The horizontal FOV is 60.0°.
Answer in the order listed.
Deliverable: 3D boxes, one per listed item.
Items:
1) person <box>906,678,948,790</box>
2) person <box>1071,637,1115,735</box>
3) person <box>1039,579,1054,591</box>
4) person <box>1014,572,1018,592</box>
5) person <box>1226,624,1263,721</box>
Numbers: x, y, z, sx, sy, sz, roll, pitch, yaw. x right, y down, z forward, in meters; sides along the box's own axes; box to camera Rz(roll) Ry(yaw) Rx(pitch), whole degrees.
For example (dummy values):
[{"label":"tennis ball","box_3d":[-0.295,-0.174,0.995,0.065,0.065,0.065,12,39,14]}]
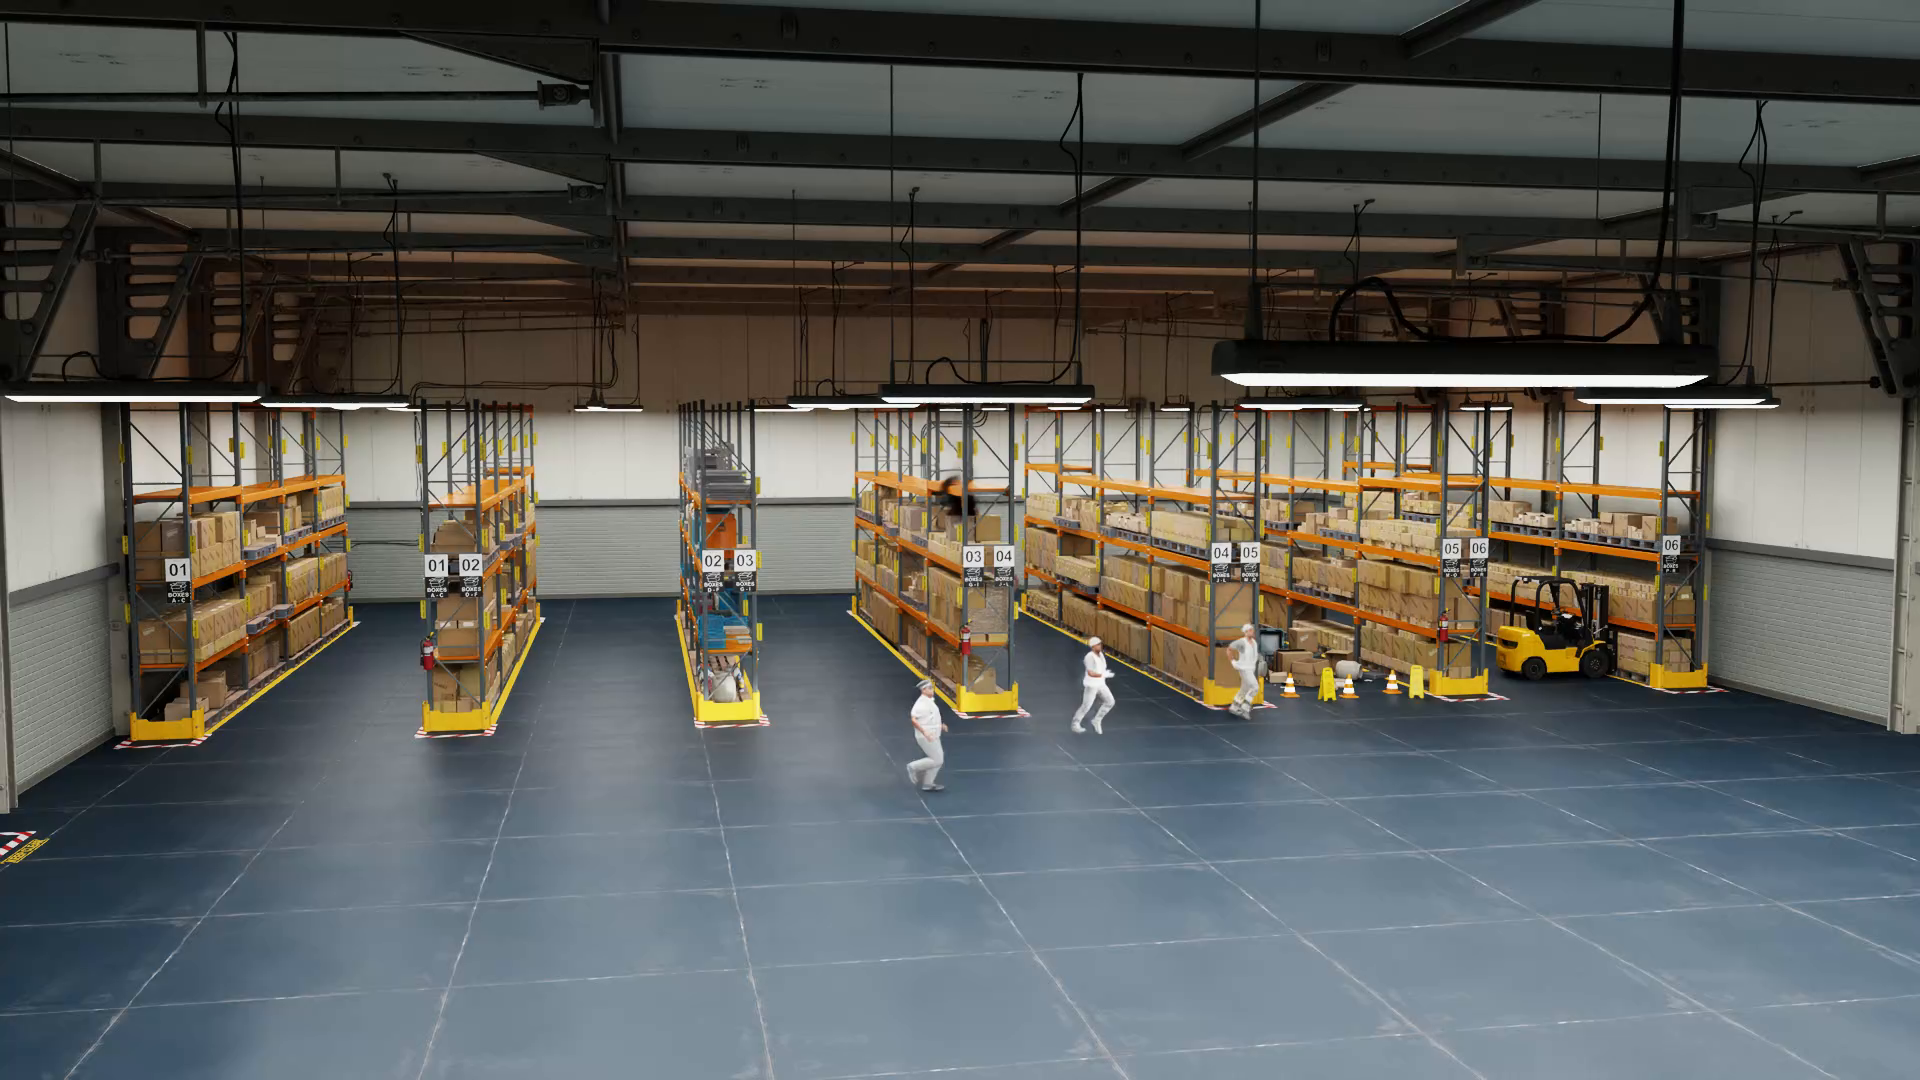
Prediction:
[{"label":"person","box_3d":[-0.496,2.959,25.307,0.591,1.720,0.678,1,4,13]},{"label":"person","box_3d":[2.422,2.595,29.620,0.855,1.767,0.704,3,5,34]},{"label":"person","box_3d":[2.711,1.112,50.112,0.732,1.748,0.654,-1,4,-11]},{"label":"person","box_3d":[1.249,1.434,45.331,0.726,1.714,0.743,0,4,-3]},{"label":"person","box_3d":[5.398,2.474,31.335,0.673,1.796,0.649,3,5,38]}]
